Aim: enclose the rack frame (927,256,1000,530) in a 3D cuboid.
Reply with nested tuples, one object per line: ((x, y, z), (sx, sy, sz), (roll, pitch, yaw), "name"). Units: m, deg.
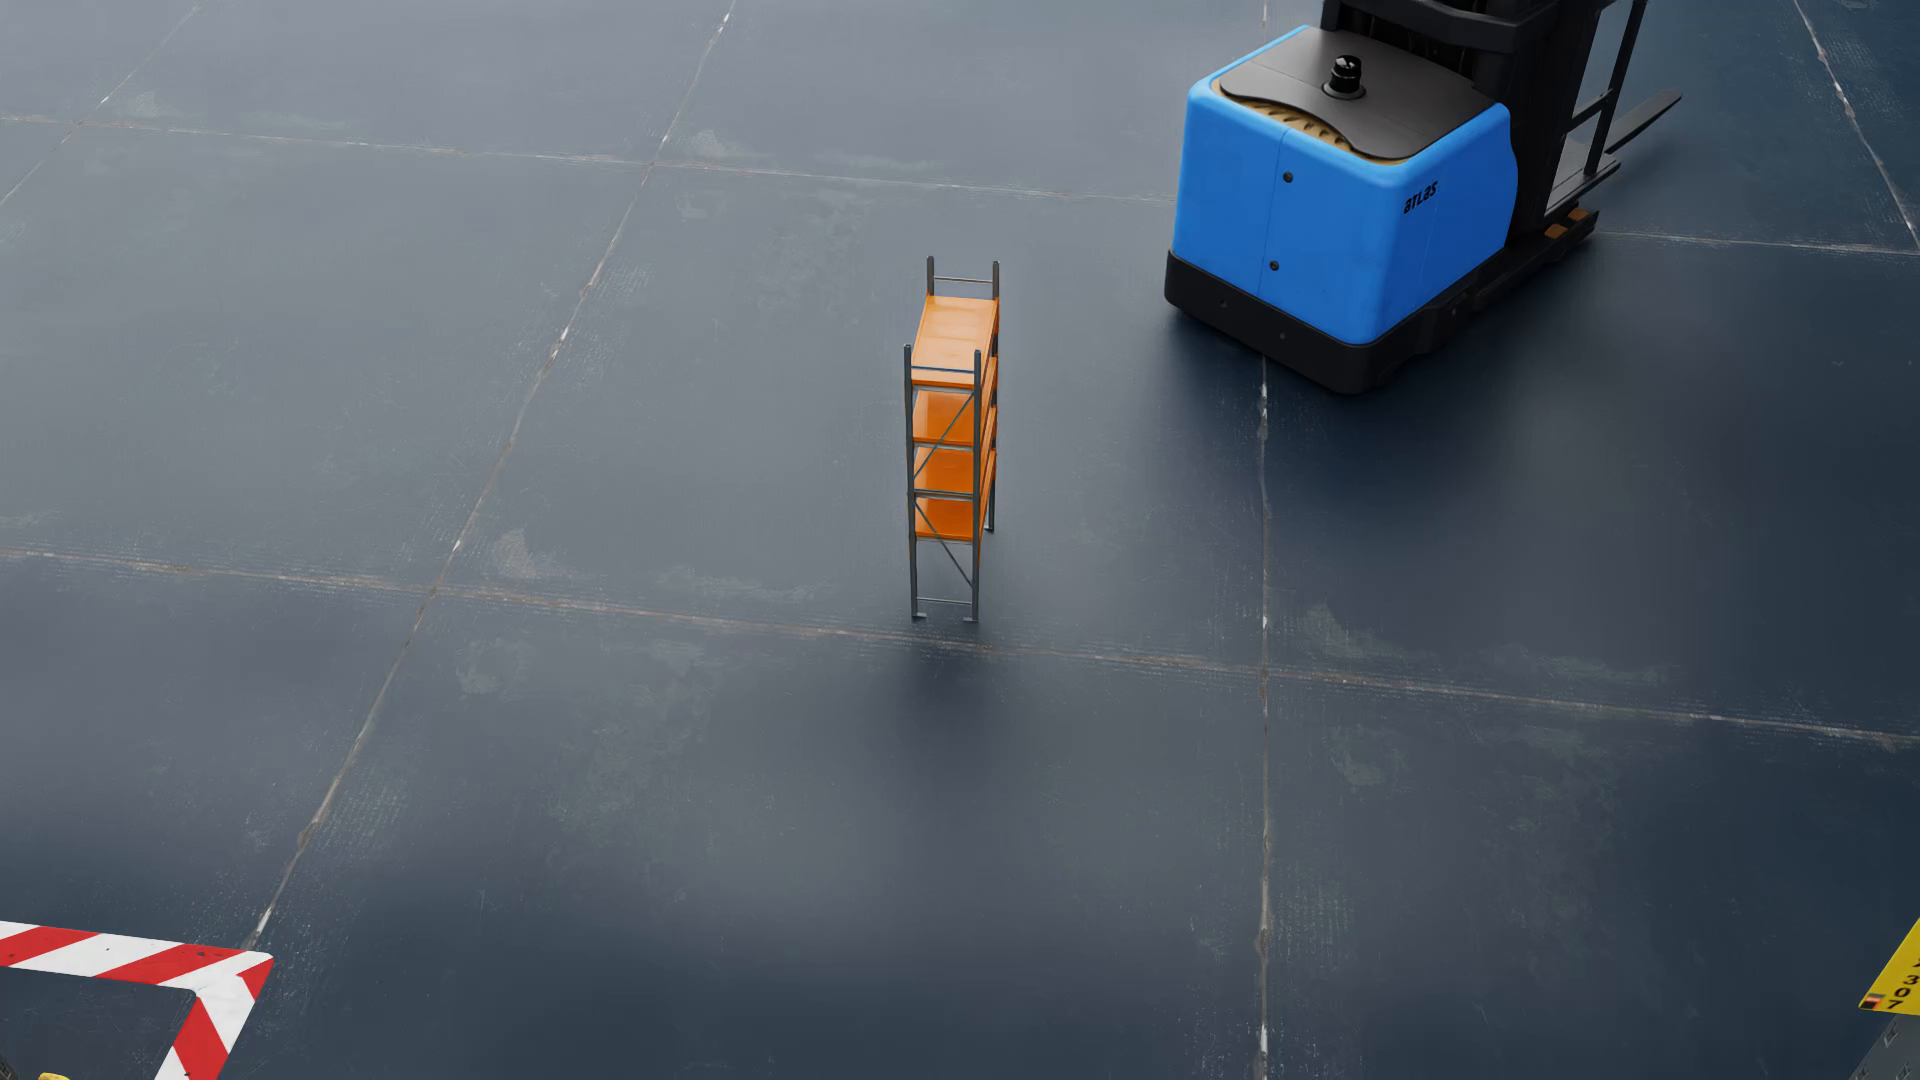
((0.010, -0.489, 5.894), (0.240, 1.200, 0.015), (5, 44, 6), "rack frame")

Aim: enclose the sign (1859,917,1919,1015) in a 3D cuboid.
((1.556, 0.671, 2.673), (0.100, 0.325, 0.005), (5, 44, 6), "sign")

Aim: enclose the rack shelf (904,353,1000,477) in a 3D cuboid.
((-0.022, -0.436, 5.611), (0.258, 0.148, 0.480), (5, 44, 6), "rack shelf")

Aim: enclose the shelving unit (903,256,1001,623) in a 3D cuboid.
((-0.022, -0.323, 5.718), (0.258, 1.200, 0.503), (5, 44, 6), "shelving unit")

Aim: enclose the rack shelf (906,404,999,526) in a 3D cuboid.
((-0.022, -0.274, 5.765), (0.258, 0.148, 0.480), (5, 44, 6), "rack shelf")

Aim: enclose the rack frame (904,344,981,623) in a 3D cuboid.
((-0.054, -0.157, 5.543), (0.240, 1.200, 0.015), (5, 44, 6), "rack frame")

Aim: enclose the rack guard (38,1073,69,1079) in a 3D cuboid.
((-2.767, 1.579, 4.219), (1.175, 0.500, 0.348), (5, 44, 6), "rack guard")

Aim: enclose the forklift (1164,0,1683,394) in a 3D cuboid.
((2.292, -2.564, 6.826), (3.031, 2.935, 1.130), (-34, 53, -31), "forklift")

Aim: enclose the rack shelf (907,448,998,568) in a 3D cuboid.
((-0.022, -0.130, 5.901), (0.258, 0.148, 0.480), (5, 44, 6), "rack shelf")

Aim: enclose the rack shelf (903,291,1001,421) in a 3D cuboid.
((-0.022, -0.608, 5.448), (0.258, 0.148, 0.480), (5, 44, 6), "rack shelf")
